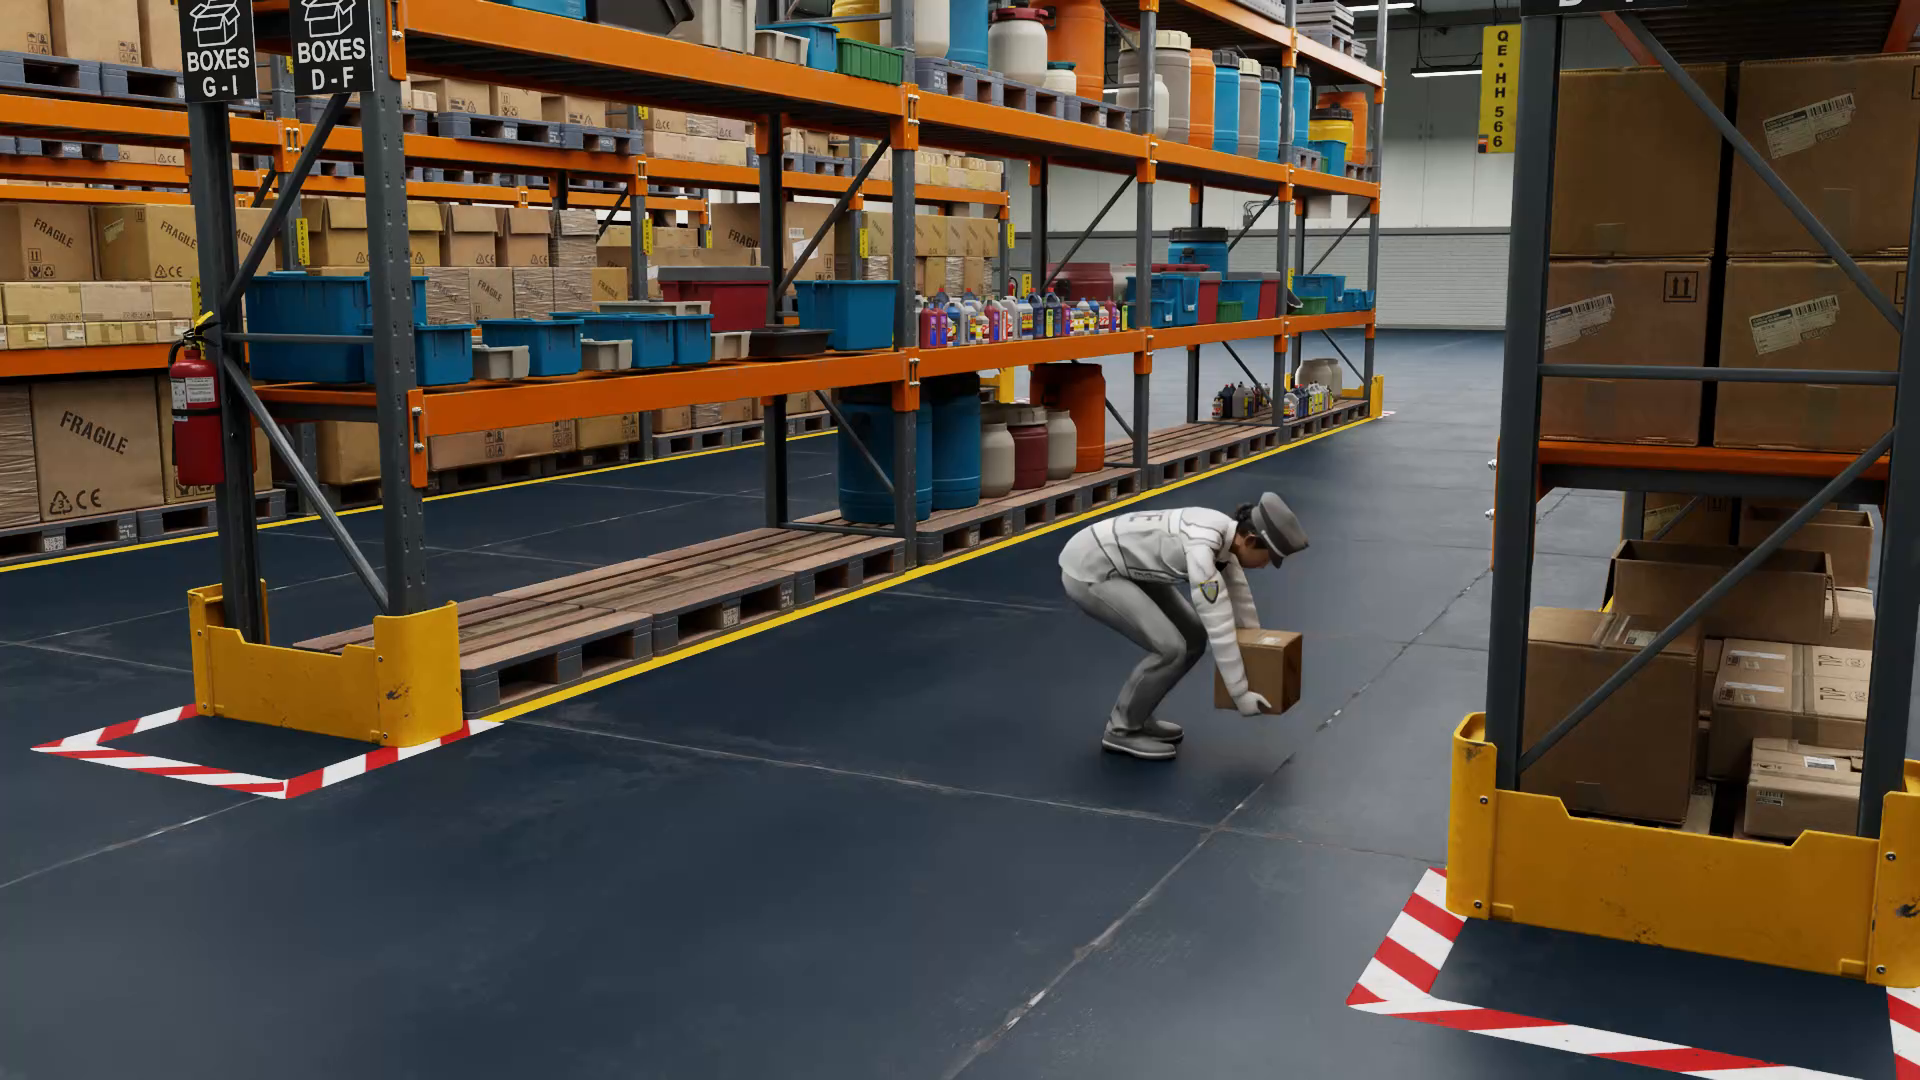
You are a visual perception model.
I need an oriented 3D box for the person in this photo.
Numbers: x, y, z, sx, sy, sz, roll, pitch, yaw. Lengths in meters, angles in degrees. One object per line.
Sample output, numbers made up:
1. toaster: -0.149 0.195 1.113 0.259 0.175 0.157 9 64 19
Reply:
1. person: 0.819 0.300 6.137 0.917 0.991 0.460 4 10 23
